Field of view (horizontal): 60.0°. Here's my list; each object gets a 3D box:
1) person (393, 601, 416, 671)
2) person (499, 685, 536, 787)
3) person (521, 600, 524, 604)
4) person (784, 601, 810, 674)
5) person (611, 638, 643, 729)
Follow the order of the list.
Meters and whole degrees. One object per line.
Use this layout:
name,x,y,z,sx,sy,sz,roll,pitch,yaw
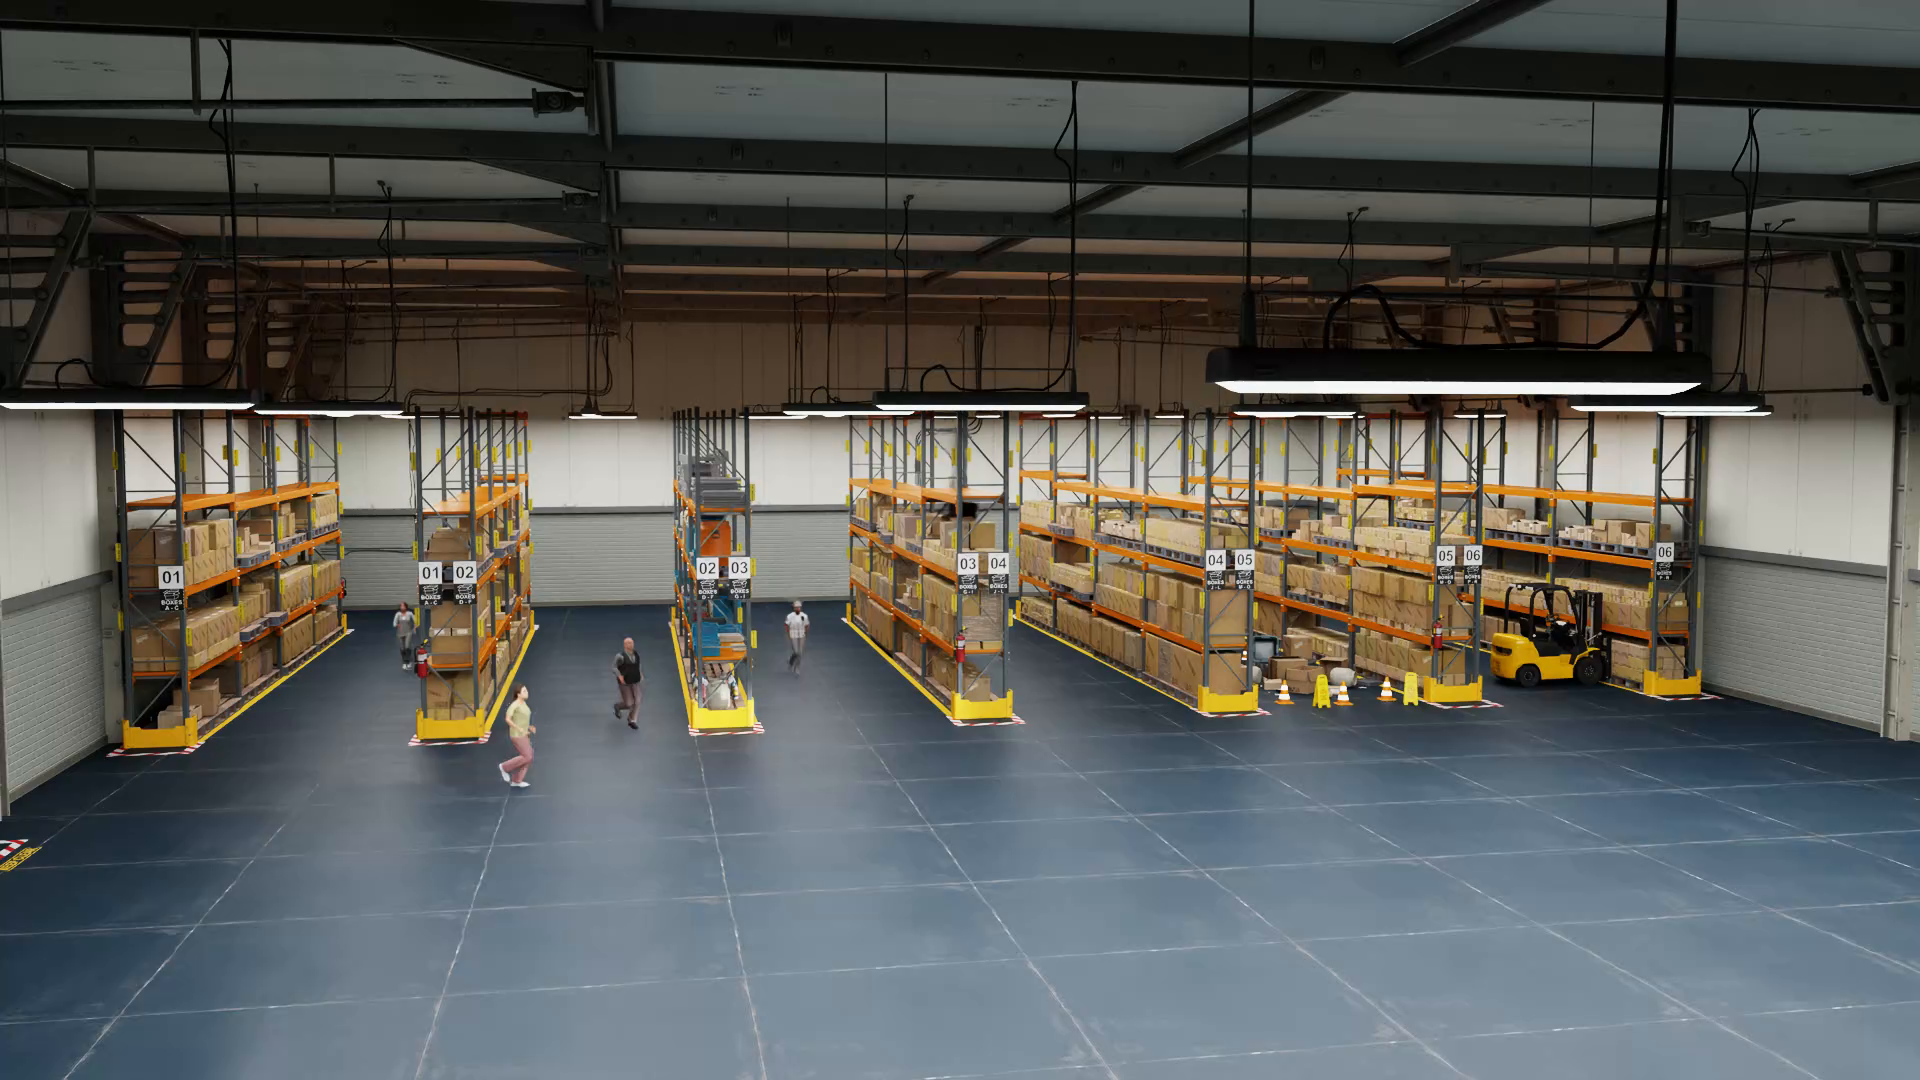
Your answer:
person,-12.741,2.212,38.164,0.508,1.600,0.667,-1,4,-7
person,-6.948,3.067,26.104,0.544,1.617,0.586,0,4,7
person,-12.610,1.575,46.811,0.745,1.713,0.681,0,4,-2
person,-3.663,2.210,37.667,0.561,1.667,0.573,-1,4,-17
person,-6.230,2.680,31.212,0.671,1.695,0.662,-3,5,-40
